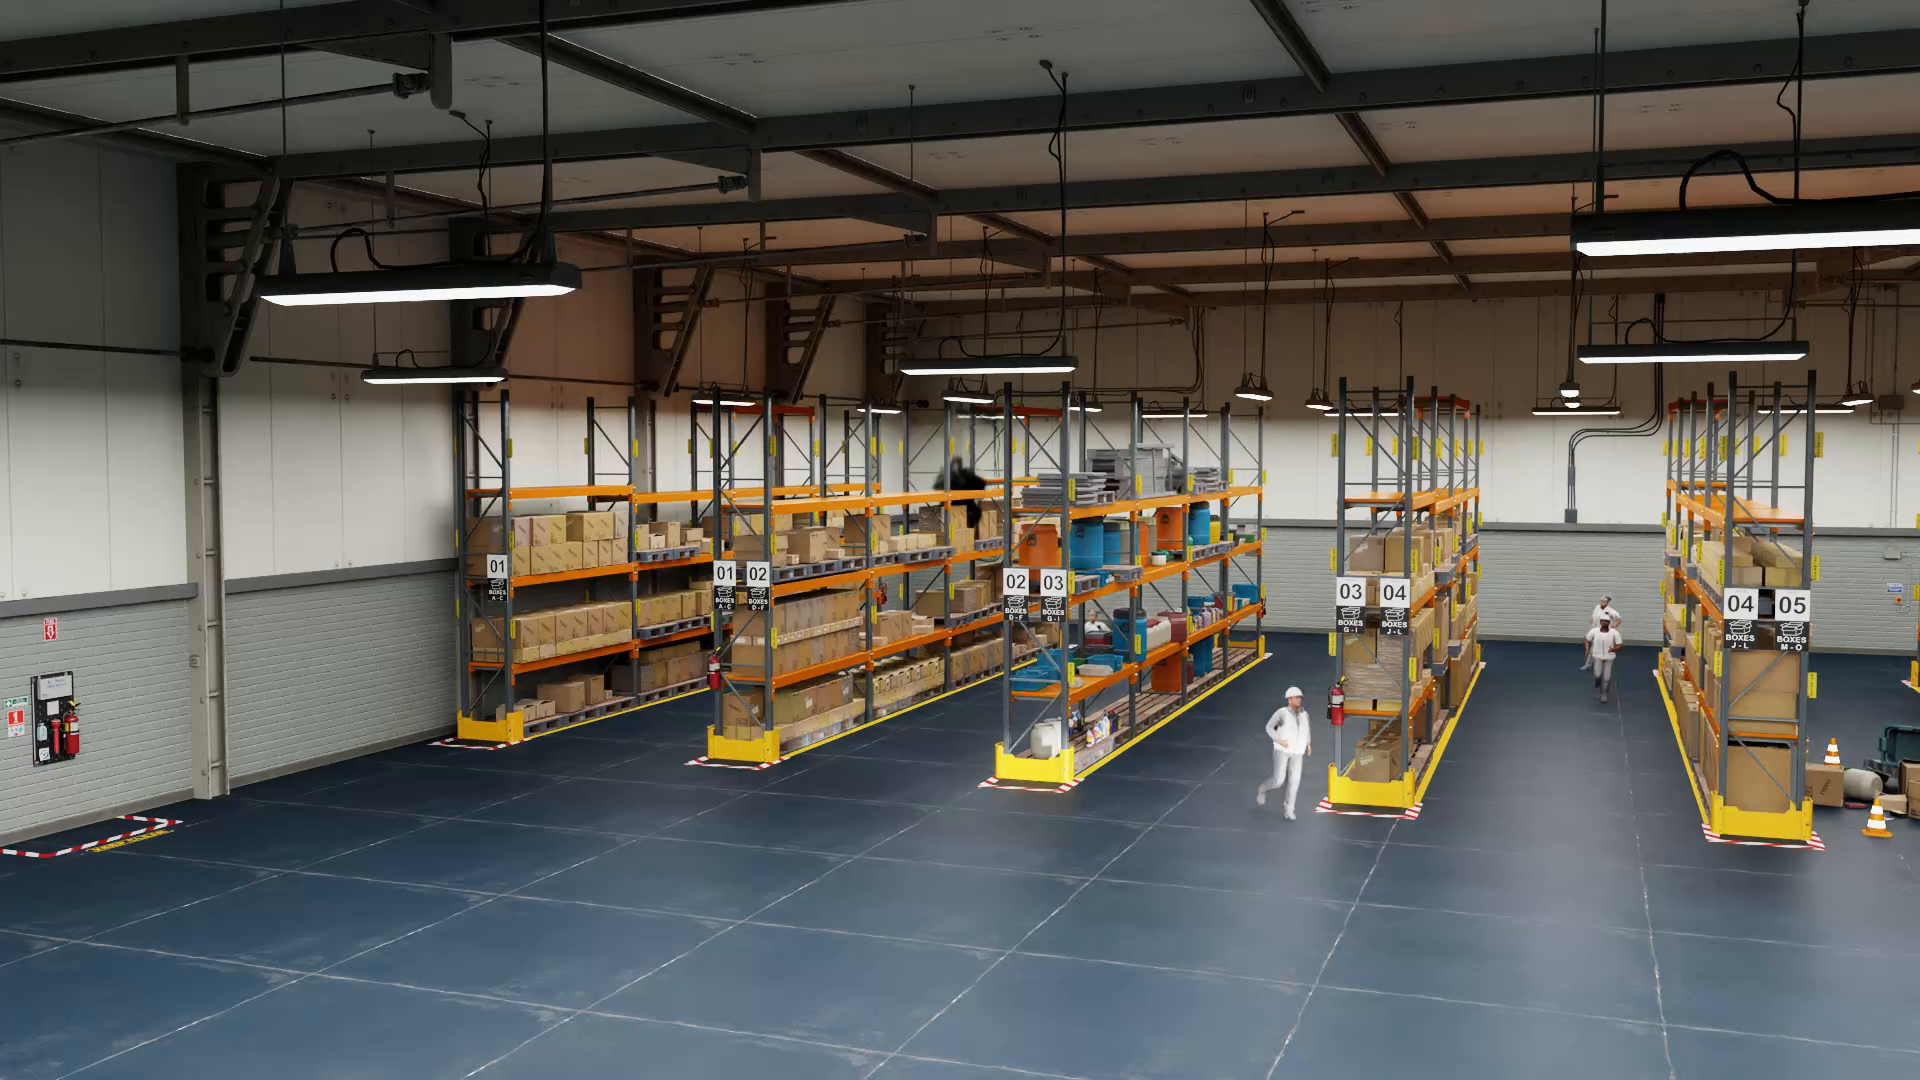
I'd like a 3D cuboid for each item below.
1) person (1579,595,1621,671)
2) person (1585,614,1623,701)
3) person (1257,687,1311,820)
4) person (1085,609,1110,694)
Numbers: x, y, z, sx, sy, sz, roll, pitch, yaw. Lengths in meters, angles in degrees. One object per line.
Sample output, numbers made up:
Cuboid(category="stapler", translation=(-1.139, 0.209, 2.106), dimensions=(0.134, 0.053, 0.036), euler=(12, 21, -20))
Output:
Cuboid(category="person", translation=(14.471, 2.087, 37.370), dimensions=(0.929, 1.743, 0.695), euler=(-1, 3, -21))
Cuboid(category="person", translation=(12.662, 2.324, 32.726), dimensions=(0.695, 1.718, 0.626), euler=(1, 3, 21))
Cuboid(category="person", translation=(4.530, 2.883, 22.717), dimensions=(0.714, 1.723, 0.899), euler=(-1, 3, -16))
Cuboid(category="person", translation=(2.757, 2.279, 34.219), dimensions=(0.594, 1.753, 0.753), euler=(1, 3, 21))
